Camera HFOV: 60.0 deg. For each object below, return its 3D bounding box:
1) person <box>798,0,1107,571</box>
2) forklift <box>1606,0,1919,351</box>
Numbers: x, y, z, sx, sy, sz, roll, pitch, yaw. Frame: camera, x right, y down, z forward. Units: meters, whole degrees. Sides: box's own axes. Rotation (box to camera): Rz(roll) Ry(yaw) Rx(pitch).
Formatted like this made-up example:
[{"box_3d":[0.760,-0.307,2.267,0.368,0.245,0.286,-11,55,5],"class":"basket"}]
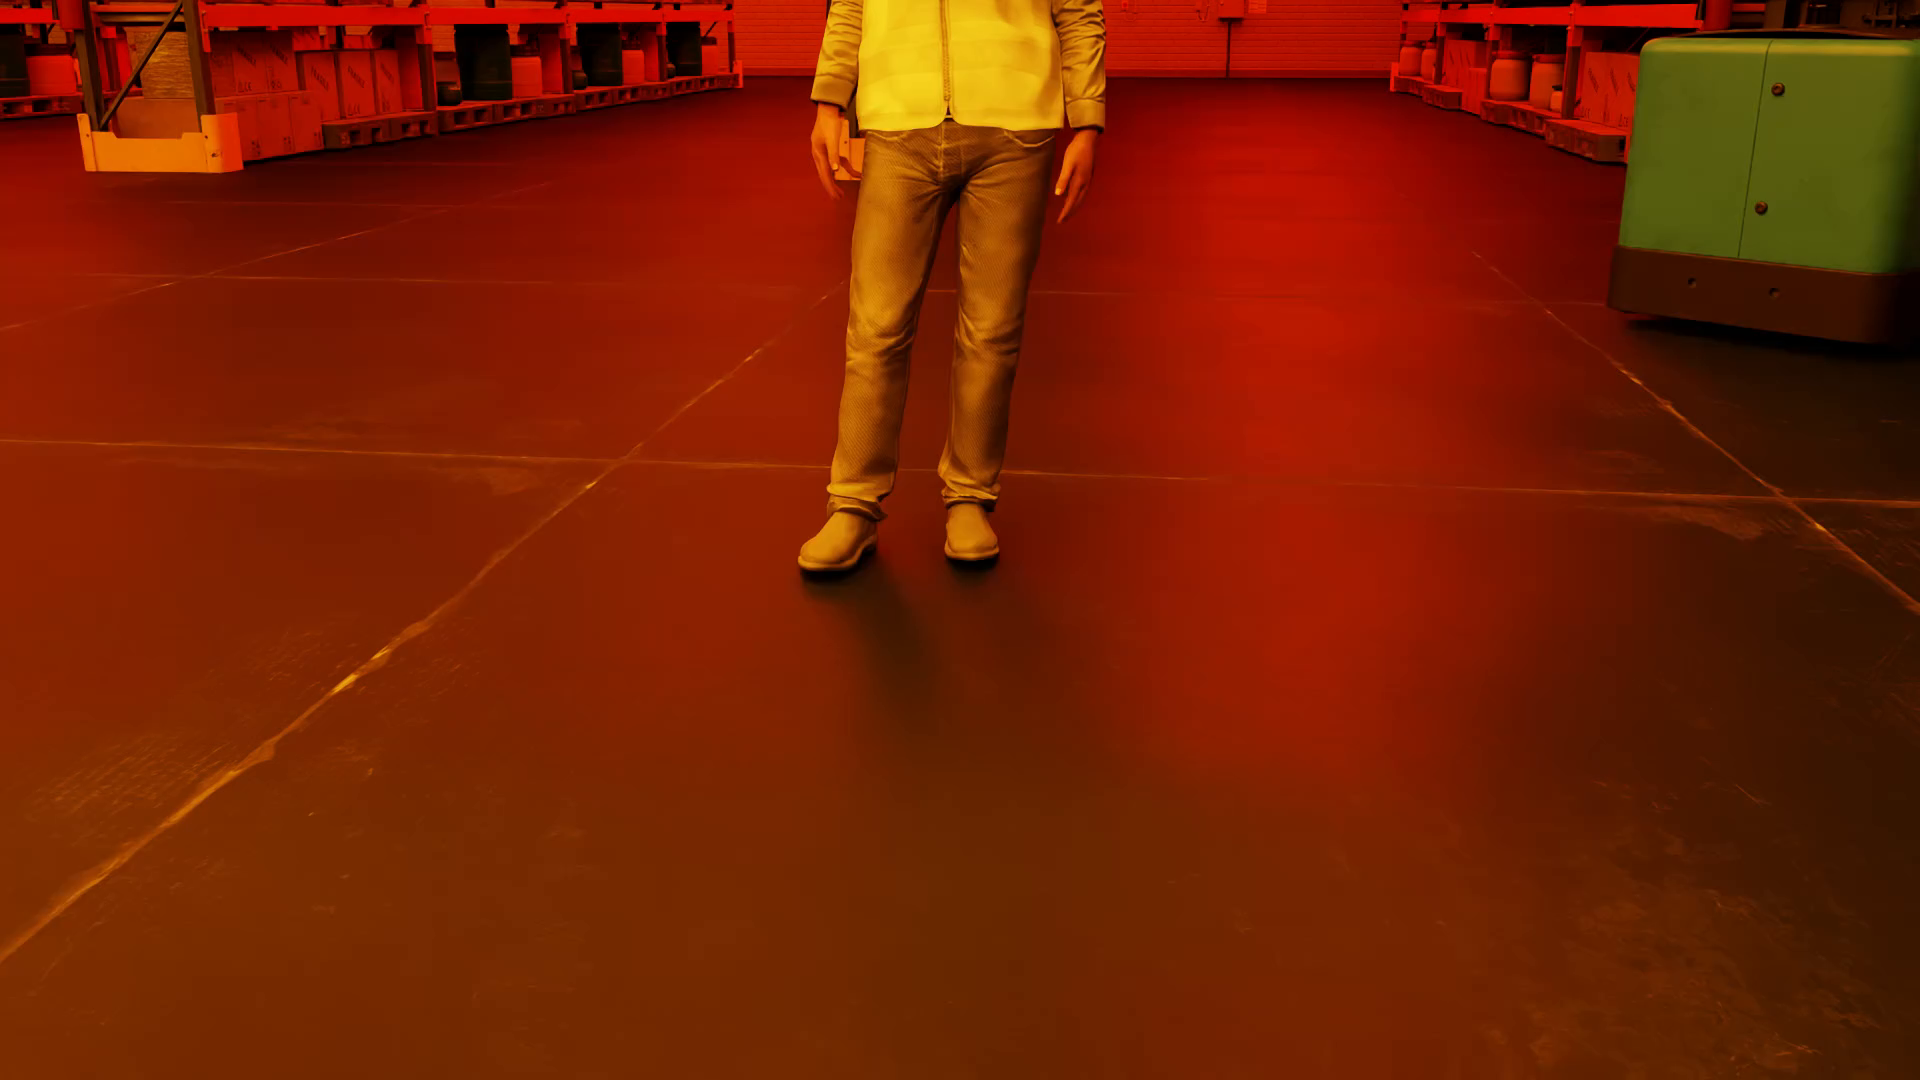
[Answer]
[{"box_3d":[-0.015,-0.835,3.498,0.634,1.775,0.566,2,18,7],"class":"person"},{"box_3d":[3.970,-2.403,6.573,3.031,2.935,1.130,-14,22,-37],"class":"forklift"}]
